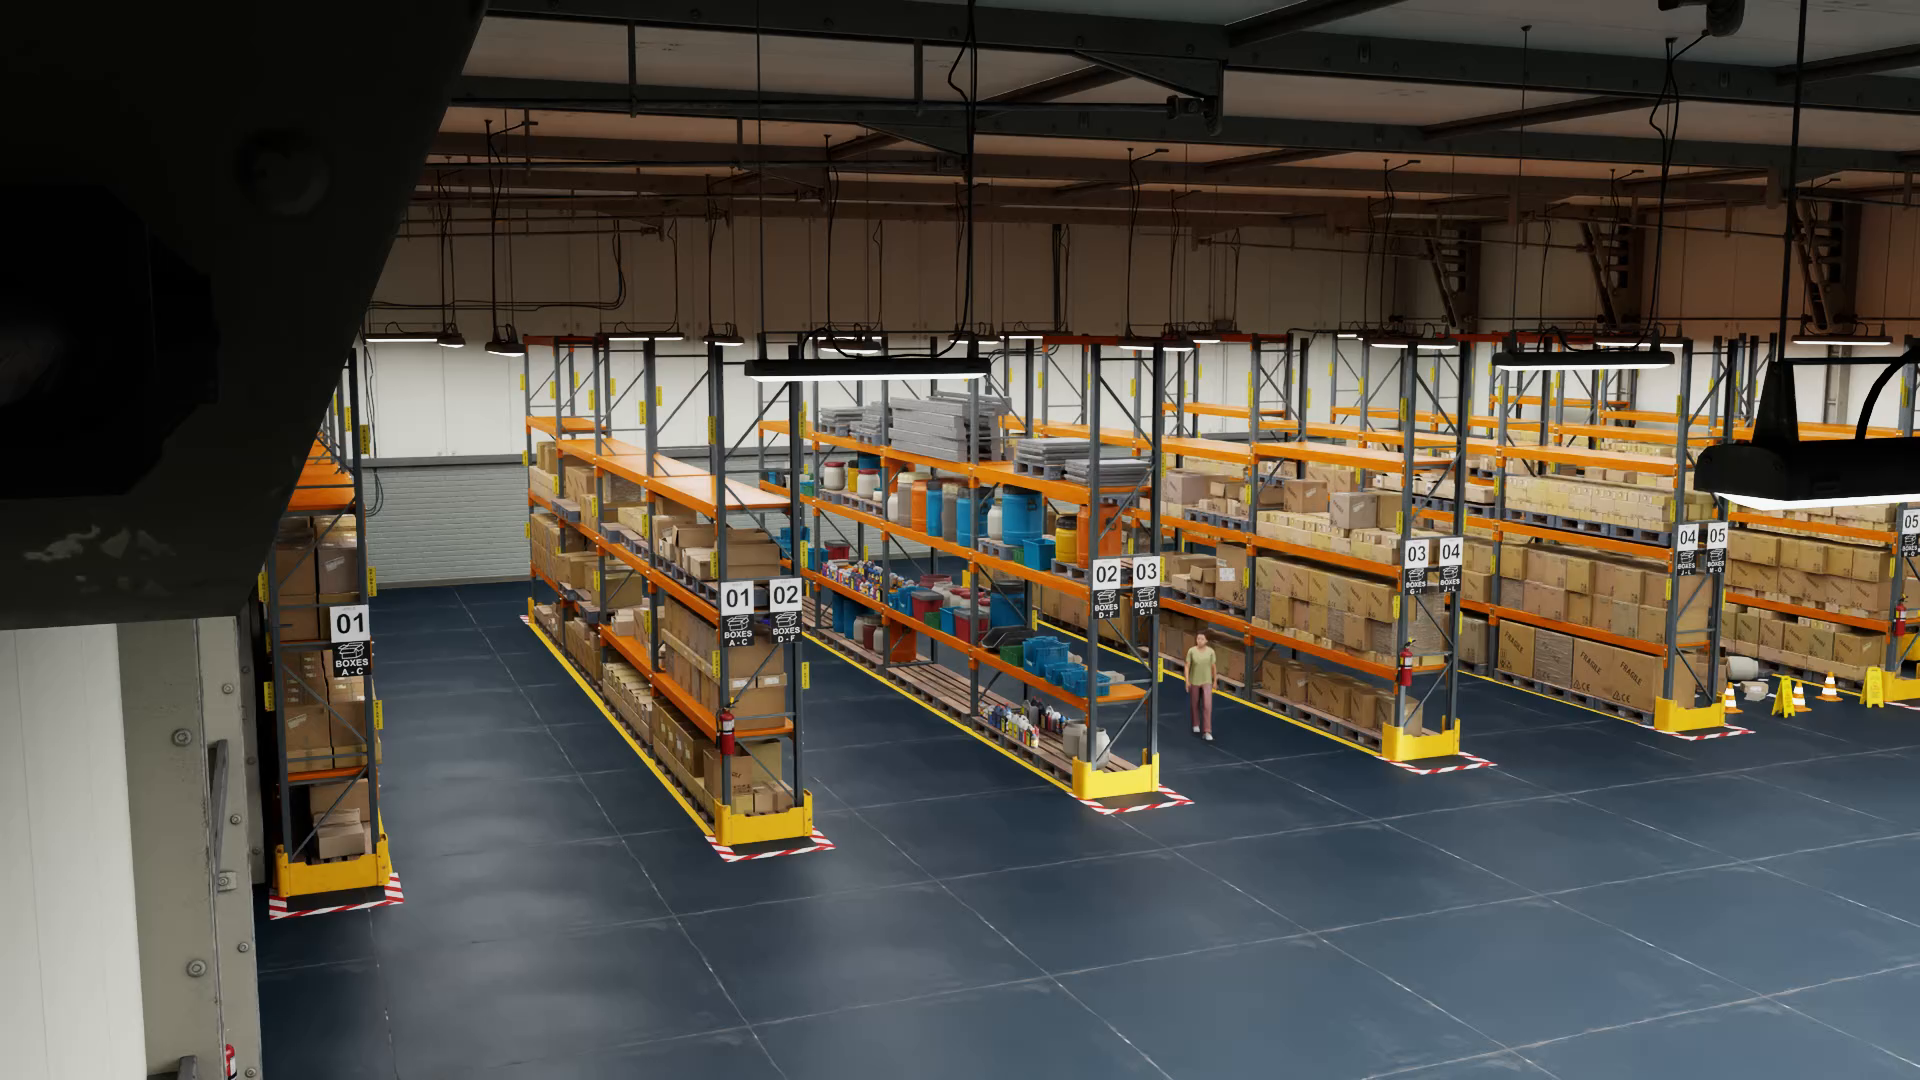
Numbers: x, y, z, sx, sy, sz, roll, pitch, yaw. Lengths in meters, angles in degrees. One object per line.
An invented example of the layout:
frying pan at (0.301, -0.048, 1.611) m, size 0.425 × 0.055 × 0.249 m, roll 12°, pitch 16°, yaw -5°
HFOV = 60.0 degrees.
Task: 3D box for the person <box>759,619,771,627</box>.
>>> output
person at (-3.369, 1.654, 29.120) m, size 0.450 × 1.593 × 1.045 m, roll -3°, pitch 8°, yaw -23°

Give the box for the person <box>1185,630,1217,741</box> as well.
person at (3.635, 2.177, 25.133) m, size 0.489 × 1.618 × 0.977 m, roll 1°, pitch 8°, yaw 10°
